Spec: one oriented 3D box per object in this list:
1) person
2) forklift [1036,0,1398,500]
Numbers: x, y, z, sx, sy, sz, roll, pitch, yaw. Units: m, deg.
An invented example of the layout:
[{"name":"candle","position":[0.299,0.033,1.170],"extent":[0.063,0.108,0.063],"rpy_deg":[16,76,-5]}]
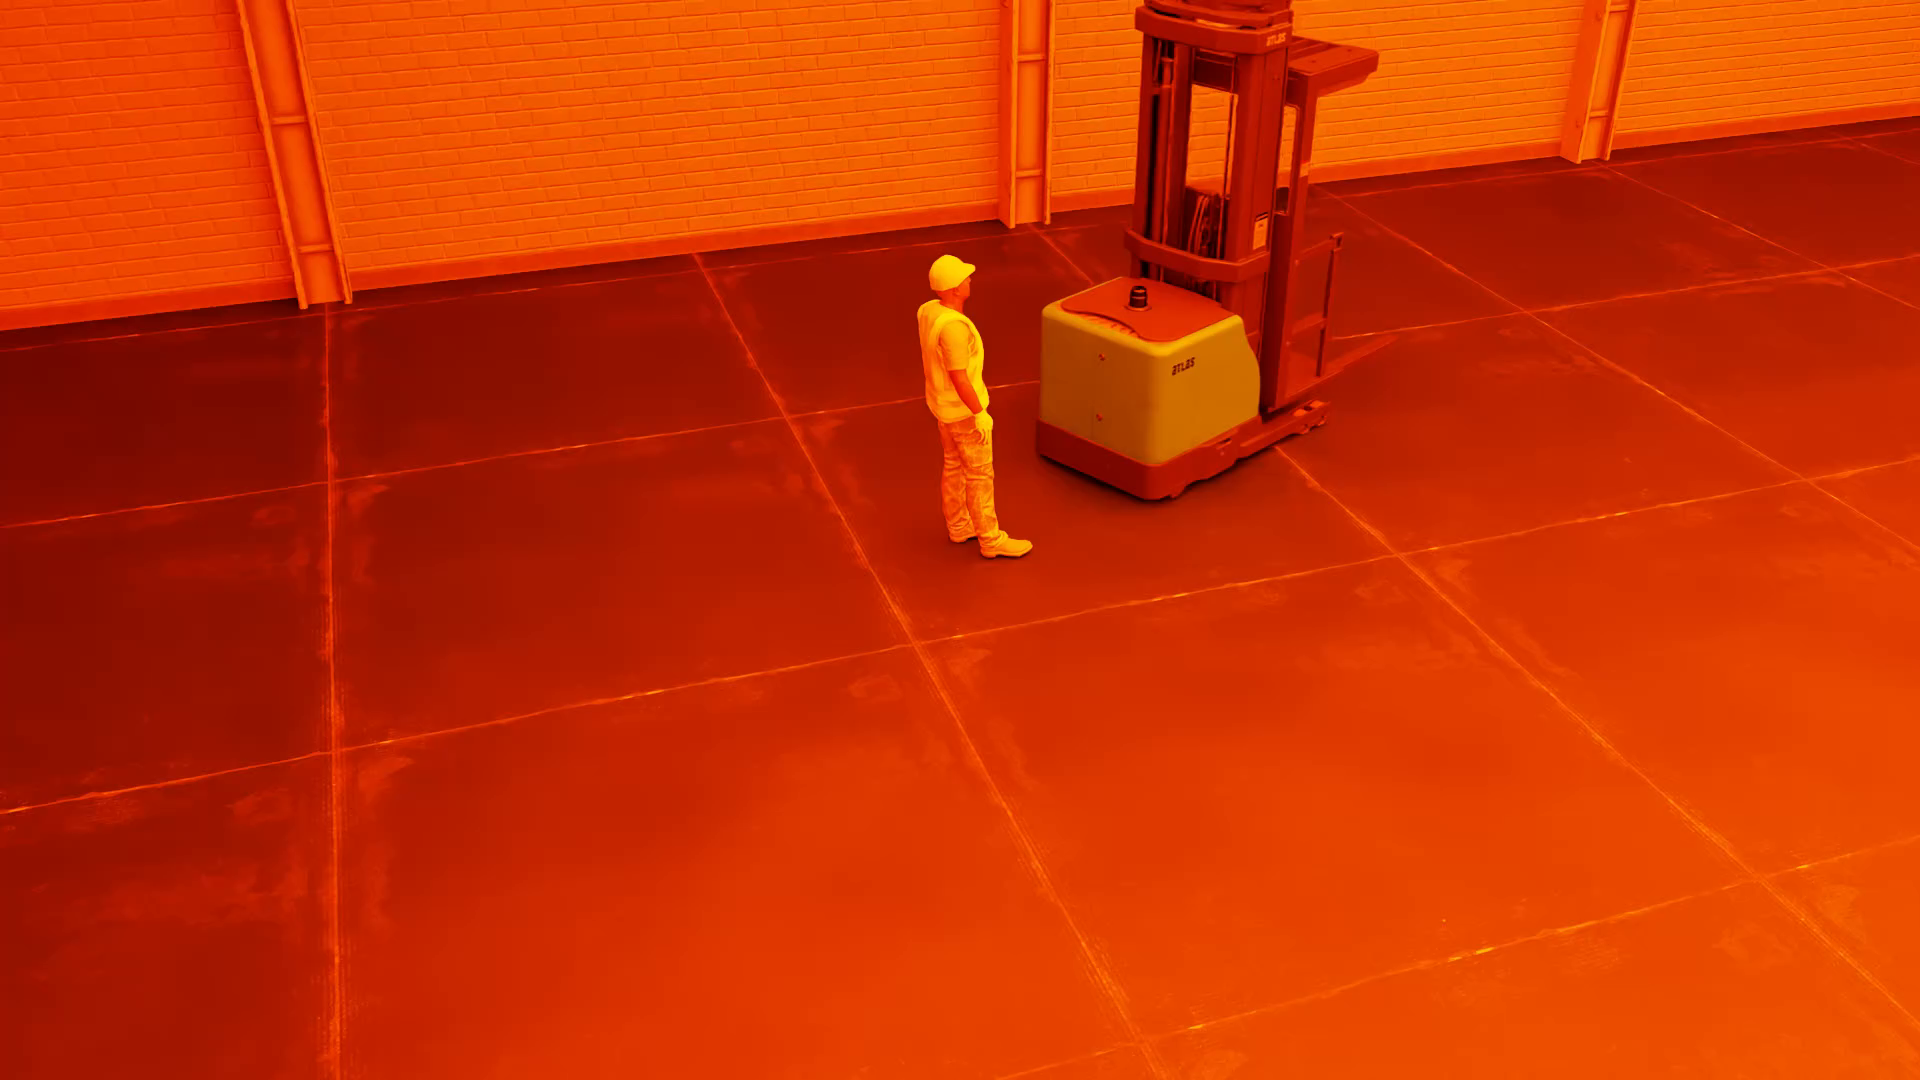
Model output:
[{"name":"person","position":[0.071,-0.787,9.591],"extent":[0.575,1.785,0.657],"rpy_deg":[-10,31,-16]},{"name":"forklift","position":[1.898,-2.151,10.825],"extent":[3.031,2.935,1.130],"rpy_deg":[-26,39,-38]}]
